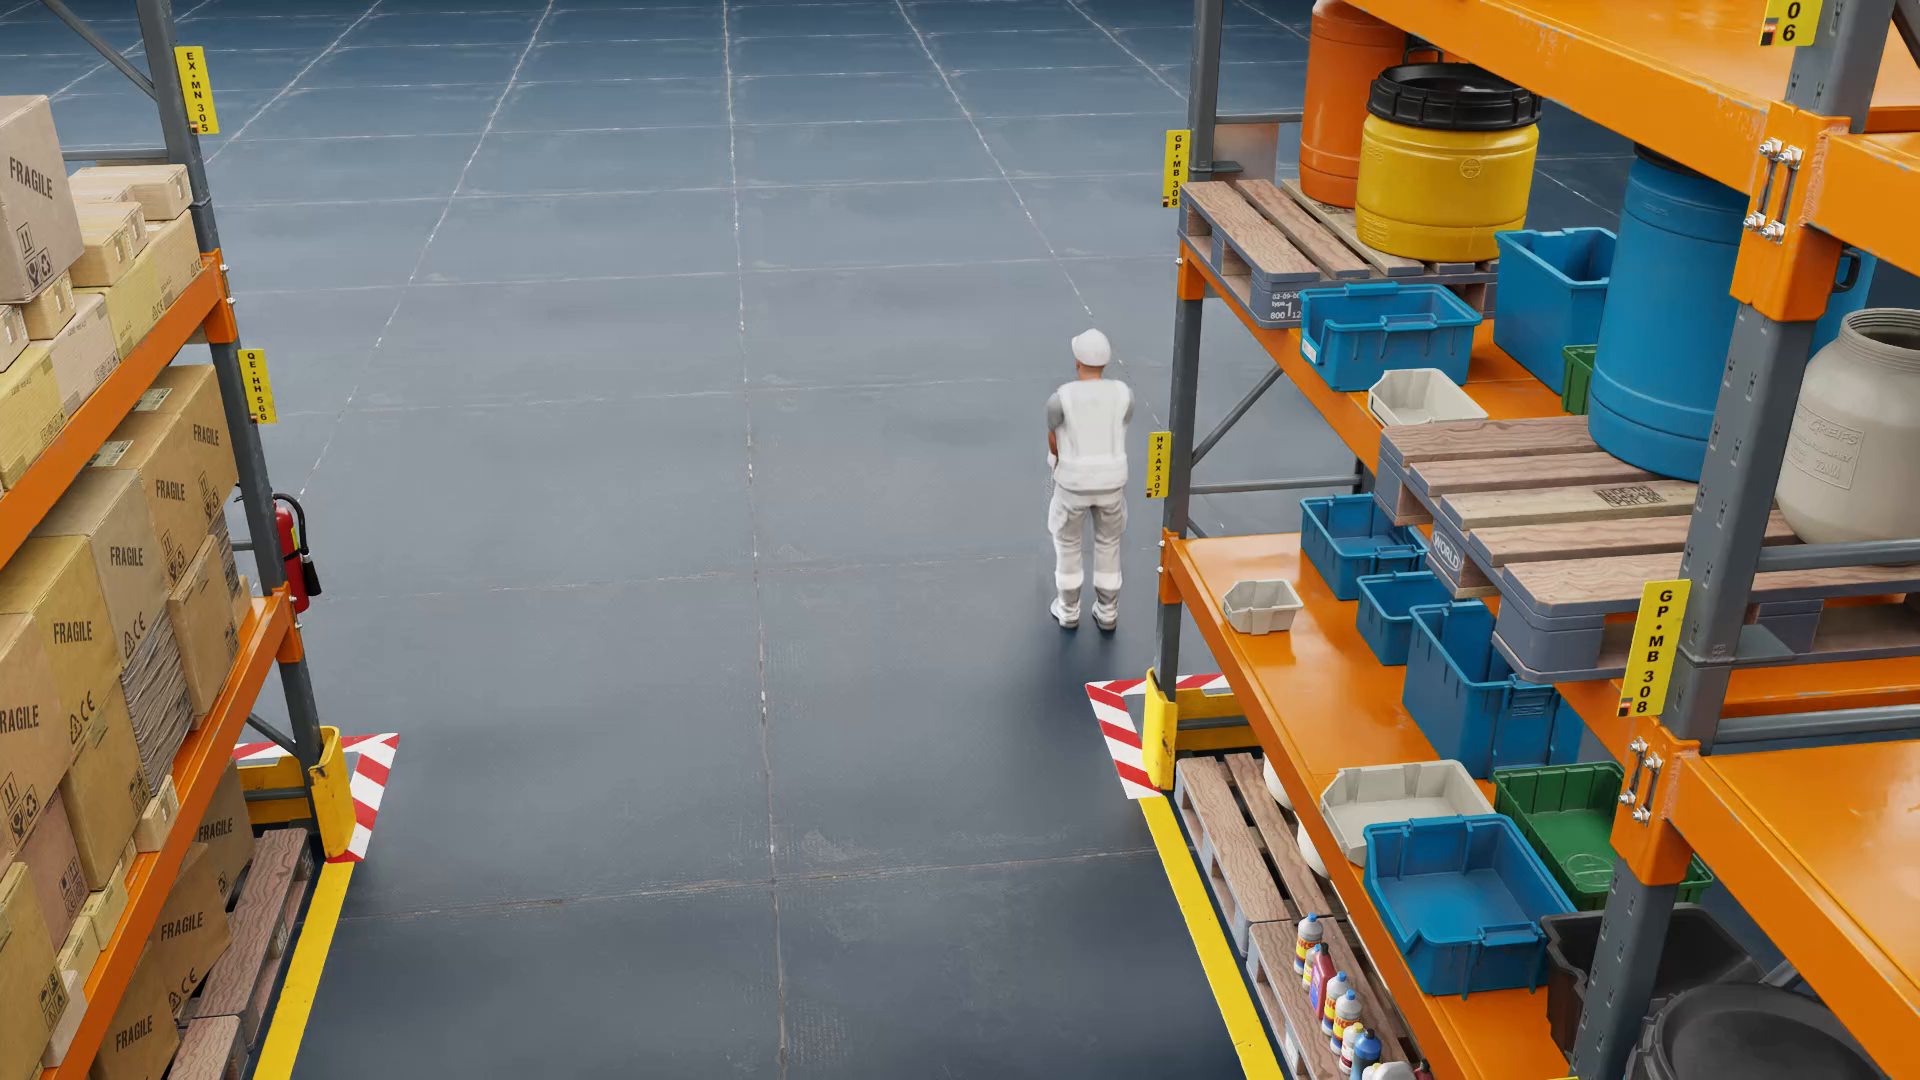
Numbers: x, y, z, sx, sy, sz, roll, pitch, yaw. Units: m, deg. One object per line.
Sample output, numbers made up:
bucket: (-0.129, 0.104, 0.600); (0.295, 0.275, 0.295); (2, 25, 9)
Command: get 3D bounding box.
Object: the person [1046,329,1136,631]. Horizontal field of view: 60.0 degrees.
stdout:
person: (0.693, -0.360, 9.301); (0.495, 1.787, 0.563); (-4, 27, -8)
